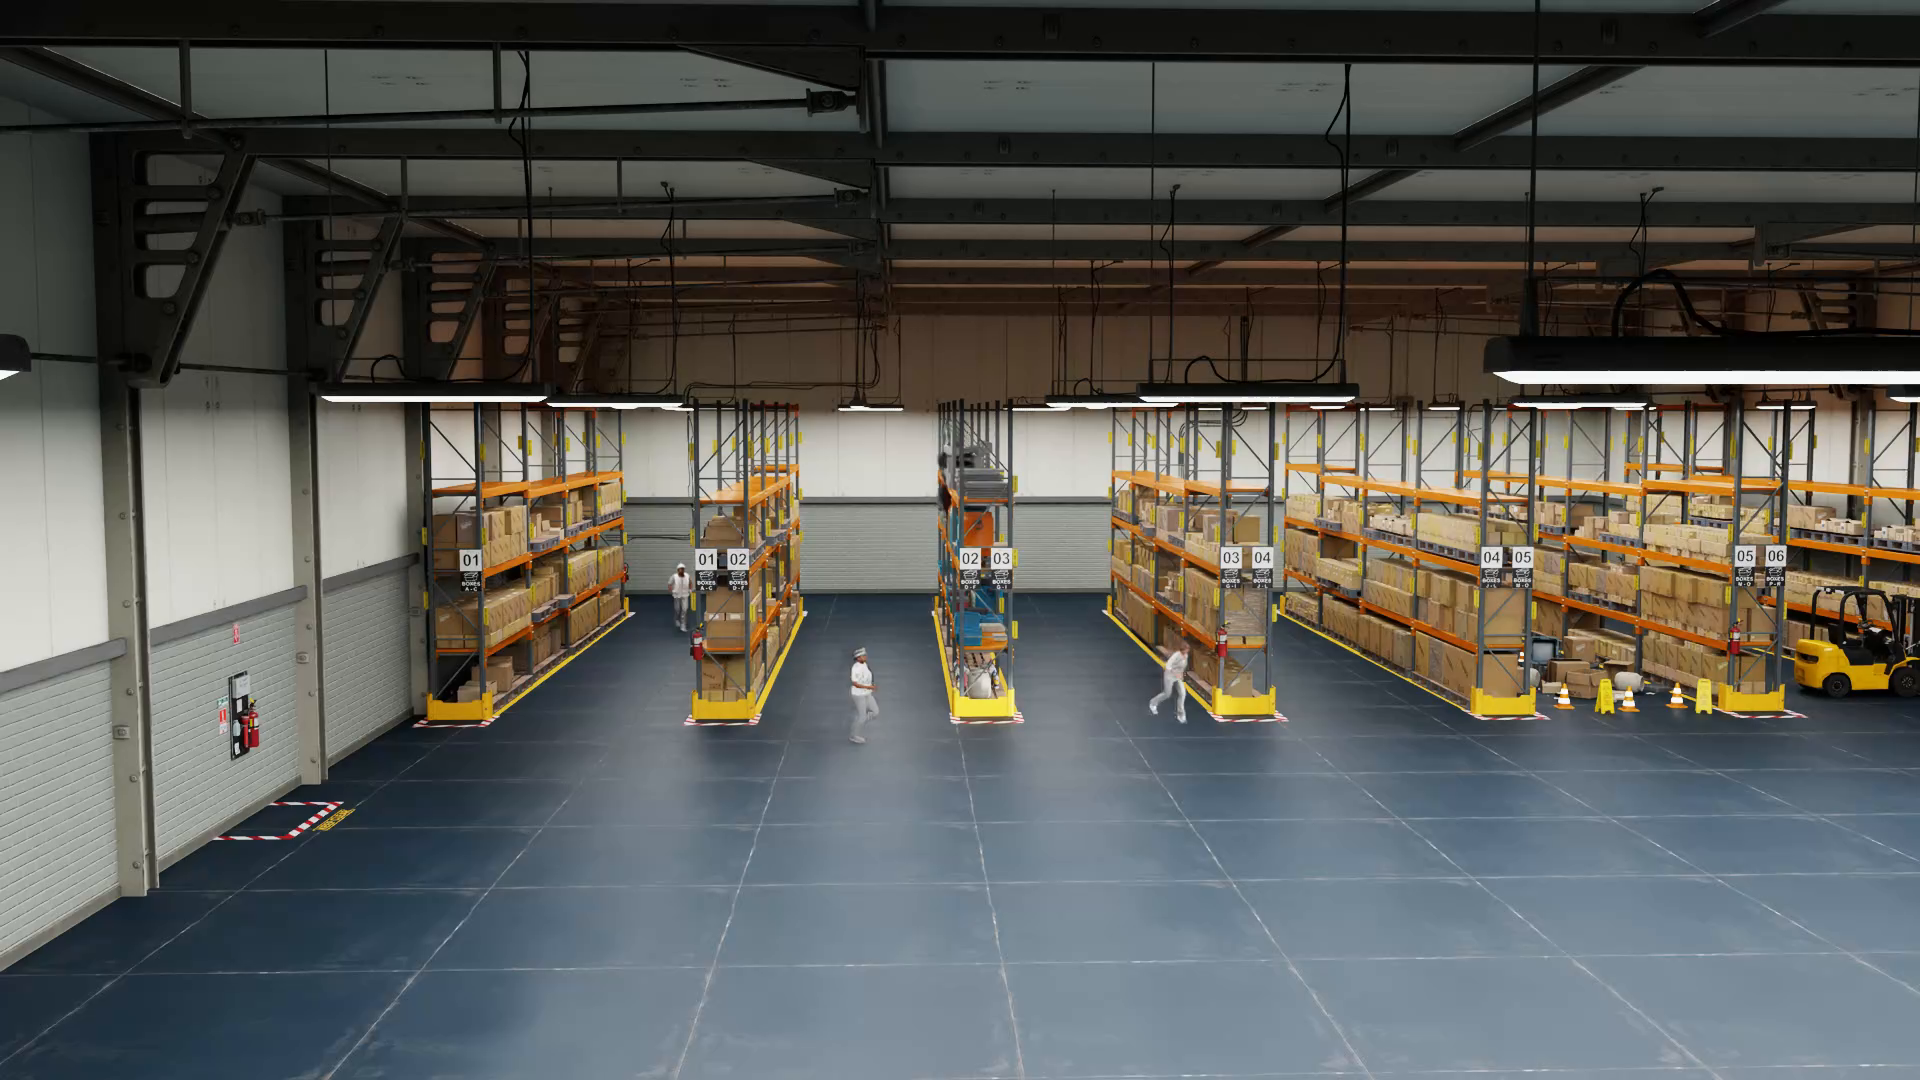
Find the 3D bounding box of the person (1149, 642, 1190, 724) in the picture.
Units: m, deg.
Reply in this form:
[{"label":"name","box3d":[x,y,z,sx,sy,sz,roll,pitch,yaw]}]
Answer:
[{"label":"person","box3d":[3.912,2.626,31.026,0.919,1.546,0.575,4,6,43]}]

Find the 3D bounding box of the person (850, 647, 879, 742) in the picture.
[{"label":"person","box3d":[-1.658,2.694,28.956,0.562,1.661,0.561,2,5,25]}]

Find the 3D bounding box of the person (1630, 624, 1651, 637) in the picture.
[{"label":"person","box3d":[17.341,1.701,42.382,0.589,1.720,0.758,-1,4,-9]}]

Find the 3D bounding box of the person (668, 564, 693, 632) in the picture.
[{"label":"person","box3d":[-7.368,1.511,43.880,0.682,1.775,0.880,-1,5,-17]}]
